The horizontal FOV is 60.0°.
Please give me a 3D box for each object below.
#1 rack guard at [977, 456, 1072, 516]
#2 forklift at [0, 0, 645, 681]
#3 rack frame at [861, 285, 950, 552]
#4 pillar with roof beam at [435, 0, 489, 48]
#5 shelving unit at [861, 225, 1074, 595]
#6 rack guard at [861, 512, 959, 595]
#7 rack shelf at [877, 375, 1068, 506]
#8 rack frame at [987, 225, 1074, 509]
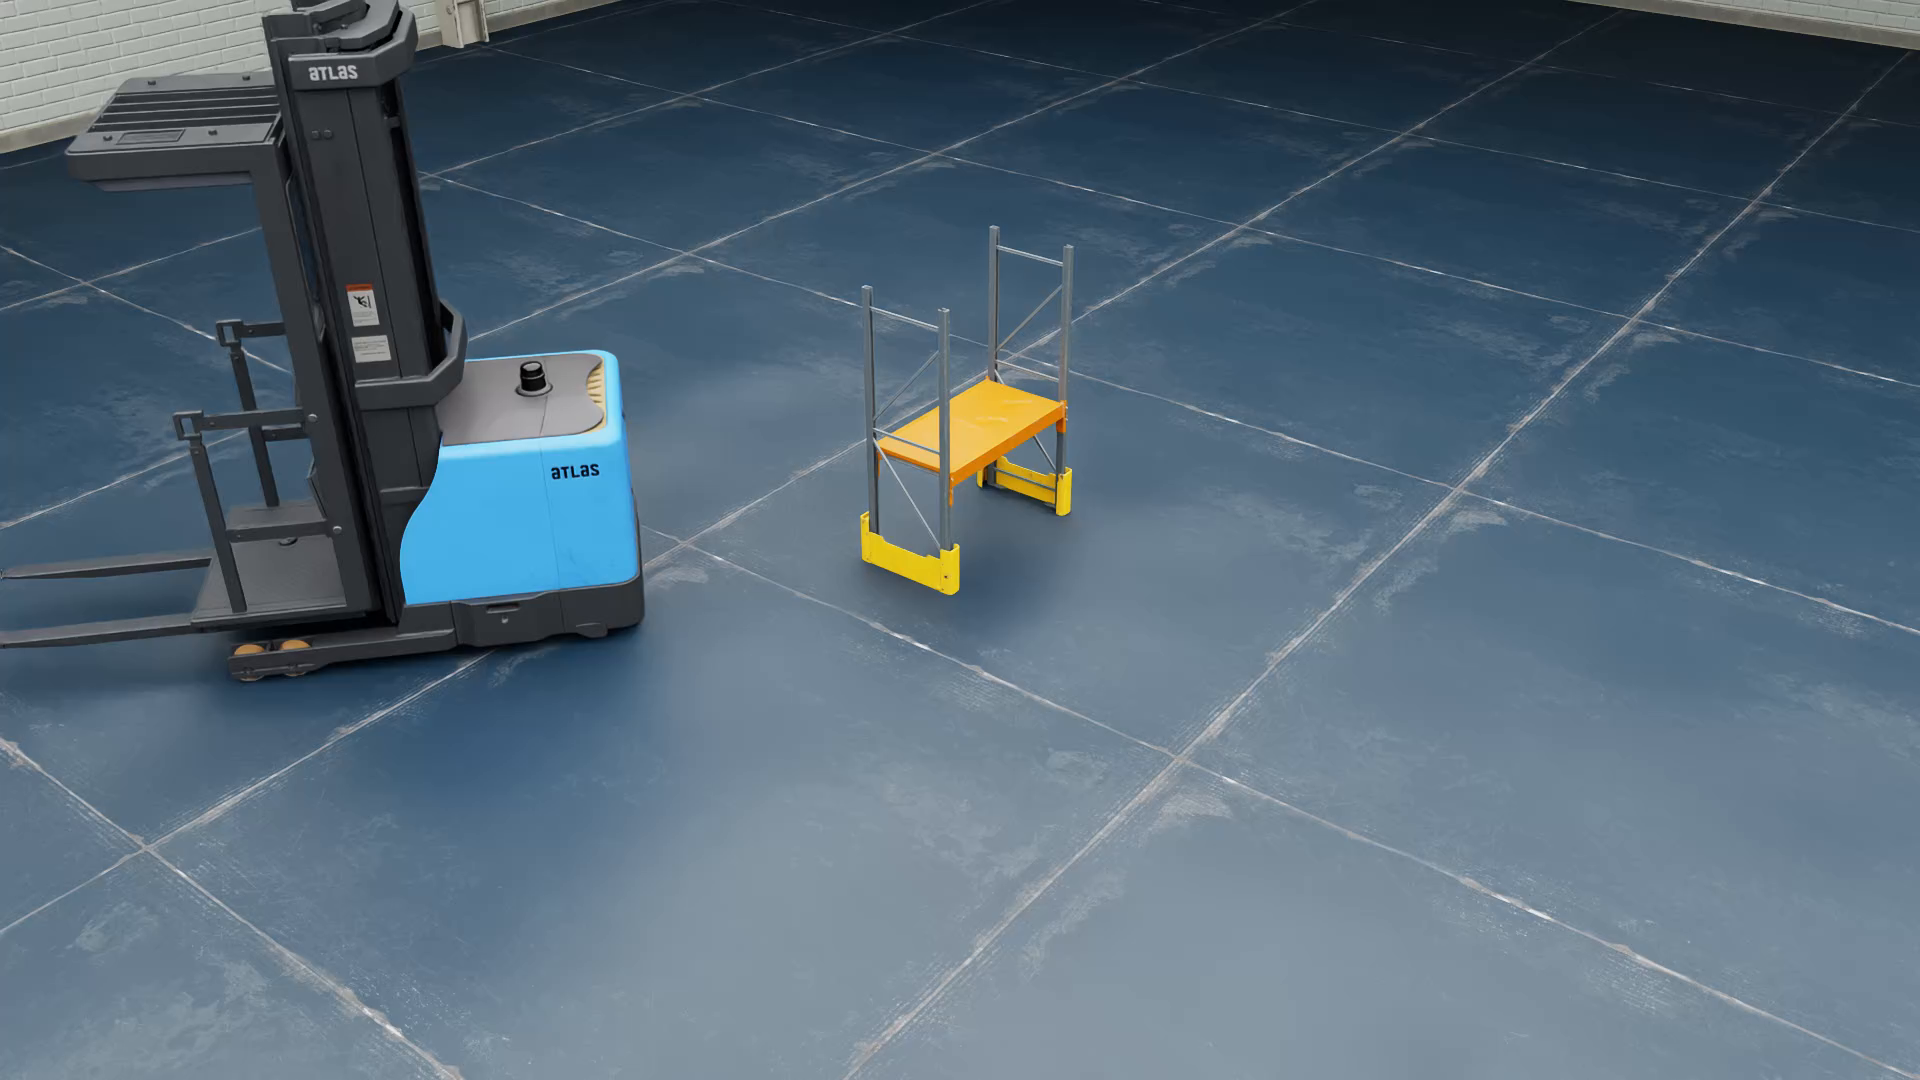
[{"bbox_3d":[0.347,-0.341,9.080,0.587,0.250,0.087,21,37,31],"label":"rack guard"},{"bbox_3d":[-3.086,-0.906,7.403,3.031,2.935,1.130,-6,31,-10],"label":"forklift"},{"bbox_3d":[-0.255,-0.473,8.077,0.500,1.500,0.032,21,37,31],"label":"rack frame"},{"bbox_3d":[-1.823,-7.836,13.146,9.100,9.000,0.400,21,37,31],"label":"pillar with roof beam"},{"bbox_3d":[0.046,-0.676,8.420,0.587,1.500,1.083,21,37,31],"label":"shelving unit"},{"bbox_3d":[-0.255,0.064,8.397,0.587,0.250,0.087,21,37,31],"label":"rack guard"},{"bbox_3d":[0.052,-0.525,8.518,0.538,0.185,1.000,21,37,31],"label":"rack shelf"},{"bbox_3d":[0.358,-0.887,8.775,0.500,1.500,0.032,21,37,31],"label":"rack frame"}]
